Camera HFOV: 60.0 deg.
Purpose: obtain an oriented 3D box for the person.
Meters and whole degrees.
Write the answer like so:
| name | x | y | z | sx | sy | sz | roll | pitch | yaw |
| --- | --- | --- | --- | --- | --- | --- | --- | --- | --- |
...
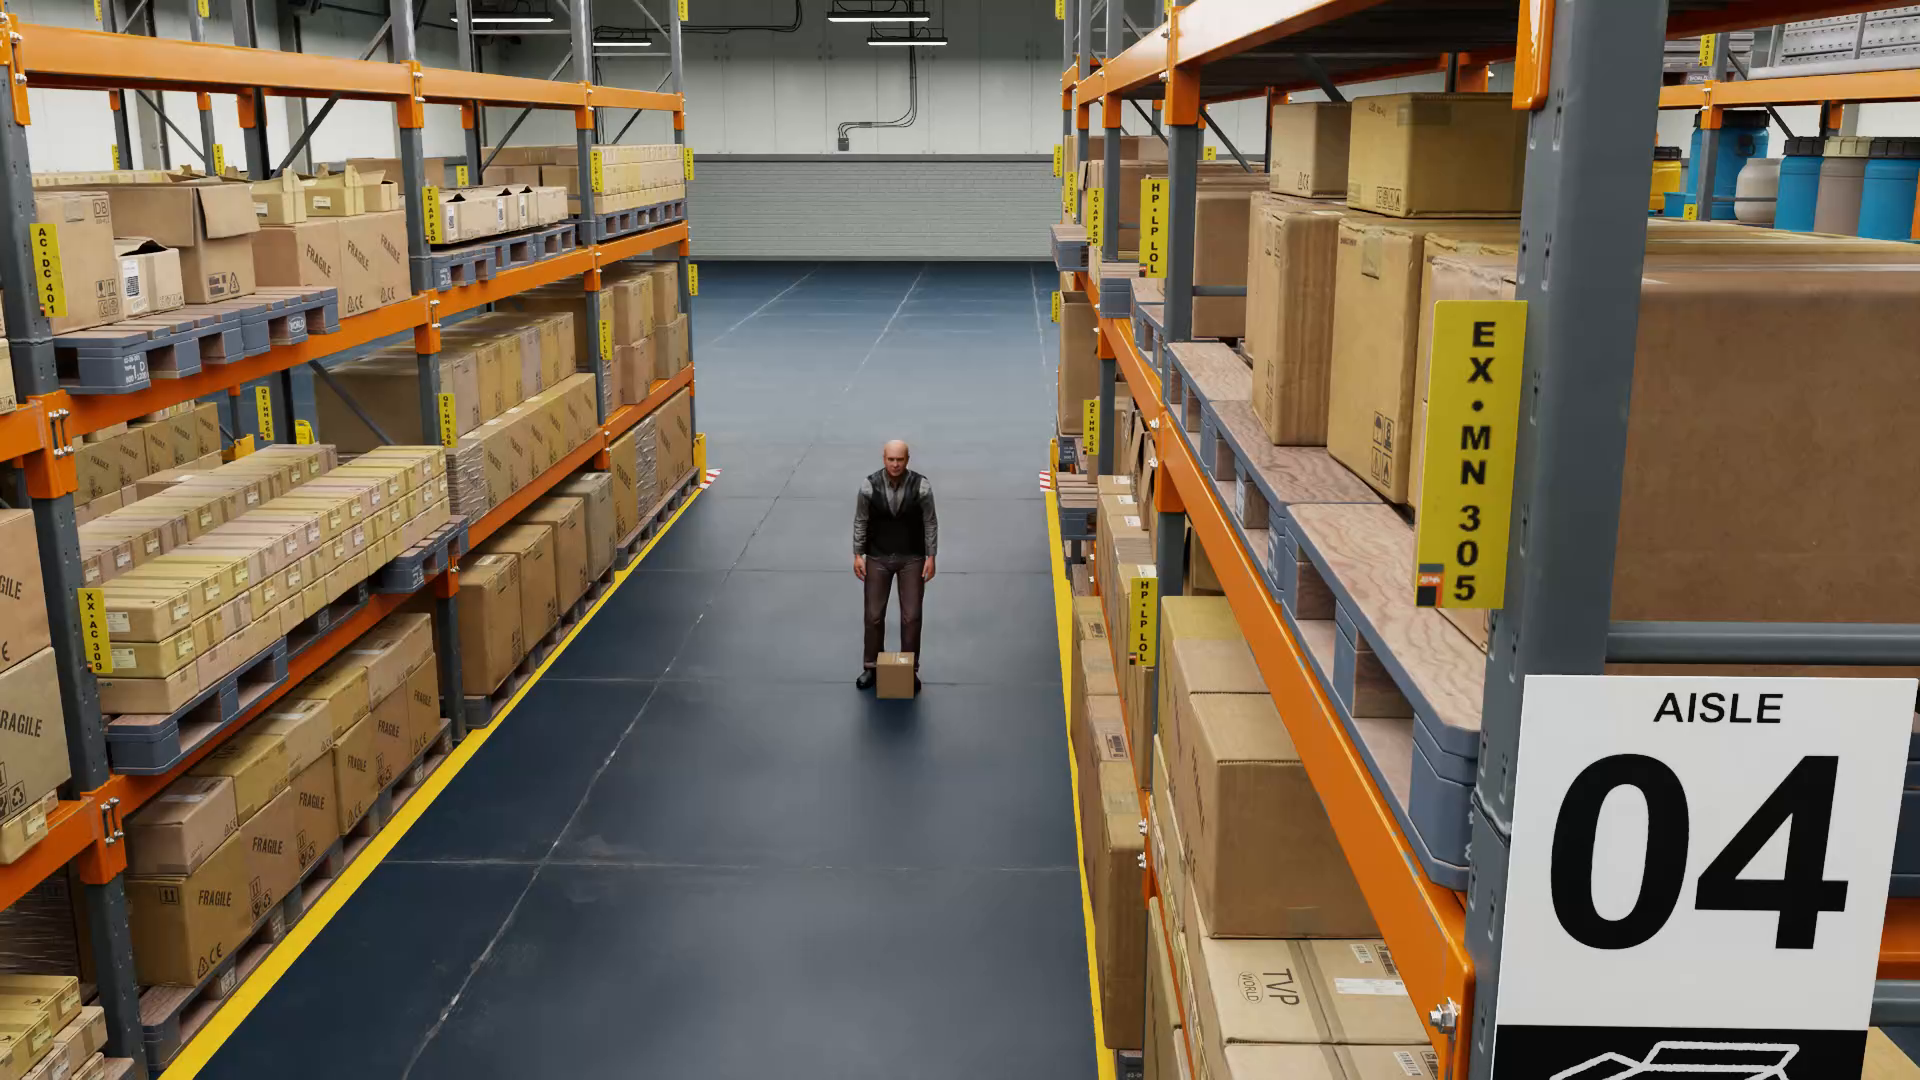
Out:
| name | x | y | z | sx | sy | sz | roll | pitch | yaw |
| --- | --- | --- | --- | --- | --- | --- | --- | --- | --- |
| person | -0.444 | 0.201 | 11.449 | 0.581 | 1.617 | 0.462 | 0 | 14 | 2 |
